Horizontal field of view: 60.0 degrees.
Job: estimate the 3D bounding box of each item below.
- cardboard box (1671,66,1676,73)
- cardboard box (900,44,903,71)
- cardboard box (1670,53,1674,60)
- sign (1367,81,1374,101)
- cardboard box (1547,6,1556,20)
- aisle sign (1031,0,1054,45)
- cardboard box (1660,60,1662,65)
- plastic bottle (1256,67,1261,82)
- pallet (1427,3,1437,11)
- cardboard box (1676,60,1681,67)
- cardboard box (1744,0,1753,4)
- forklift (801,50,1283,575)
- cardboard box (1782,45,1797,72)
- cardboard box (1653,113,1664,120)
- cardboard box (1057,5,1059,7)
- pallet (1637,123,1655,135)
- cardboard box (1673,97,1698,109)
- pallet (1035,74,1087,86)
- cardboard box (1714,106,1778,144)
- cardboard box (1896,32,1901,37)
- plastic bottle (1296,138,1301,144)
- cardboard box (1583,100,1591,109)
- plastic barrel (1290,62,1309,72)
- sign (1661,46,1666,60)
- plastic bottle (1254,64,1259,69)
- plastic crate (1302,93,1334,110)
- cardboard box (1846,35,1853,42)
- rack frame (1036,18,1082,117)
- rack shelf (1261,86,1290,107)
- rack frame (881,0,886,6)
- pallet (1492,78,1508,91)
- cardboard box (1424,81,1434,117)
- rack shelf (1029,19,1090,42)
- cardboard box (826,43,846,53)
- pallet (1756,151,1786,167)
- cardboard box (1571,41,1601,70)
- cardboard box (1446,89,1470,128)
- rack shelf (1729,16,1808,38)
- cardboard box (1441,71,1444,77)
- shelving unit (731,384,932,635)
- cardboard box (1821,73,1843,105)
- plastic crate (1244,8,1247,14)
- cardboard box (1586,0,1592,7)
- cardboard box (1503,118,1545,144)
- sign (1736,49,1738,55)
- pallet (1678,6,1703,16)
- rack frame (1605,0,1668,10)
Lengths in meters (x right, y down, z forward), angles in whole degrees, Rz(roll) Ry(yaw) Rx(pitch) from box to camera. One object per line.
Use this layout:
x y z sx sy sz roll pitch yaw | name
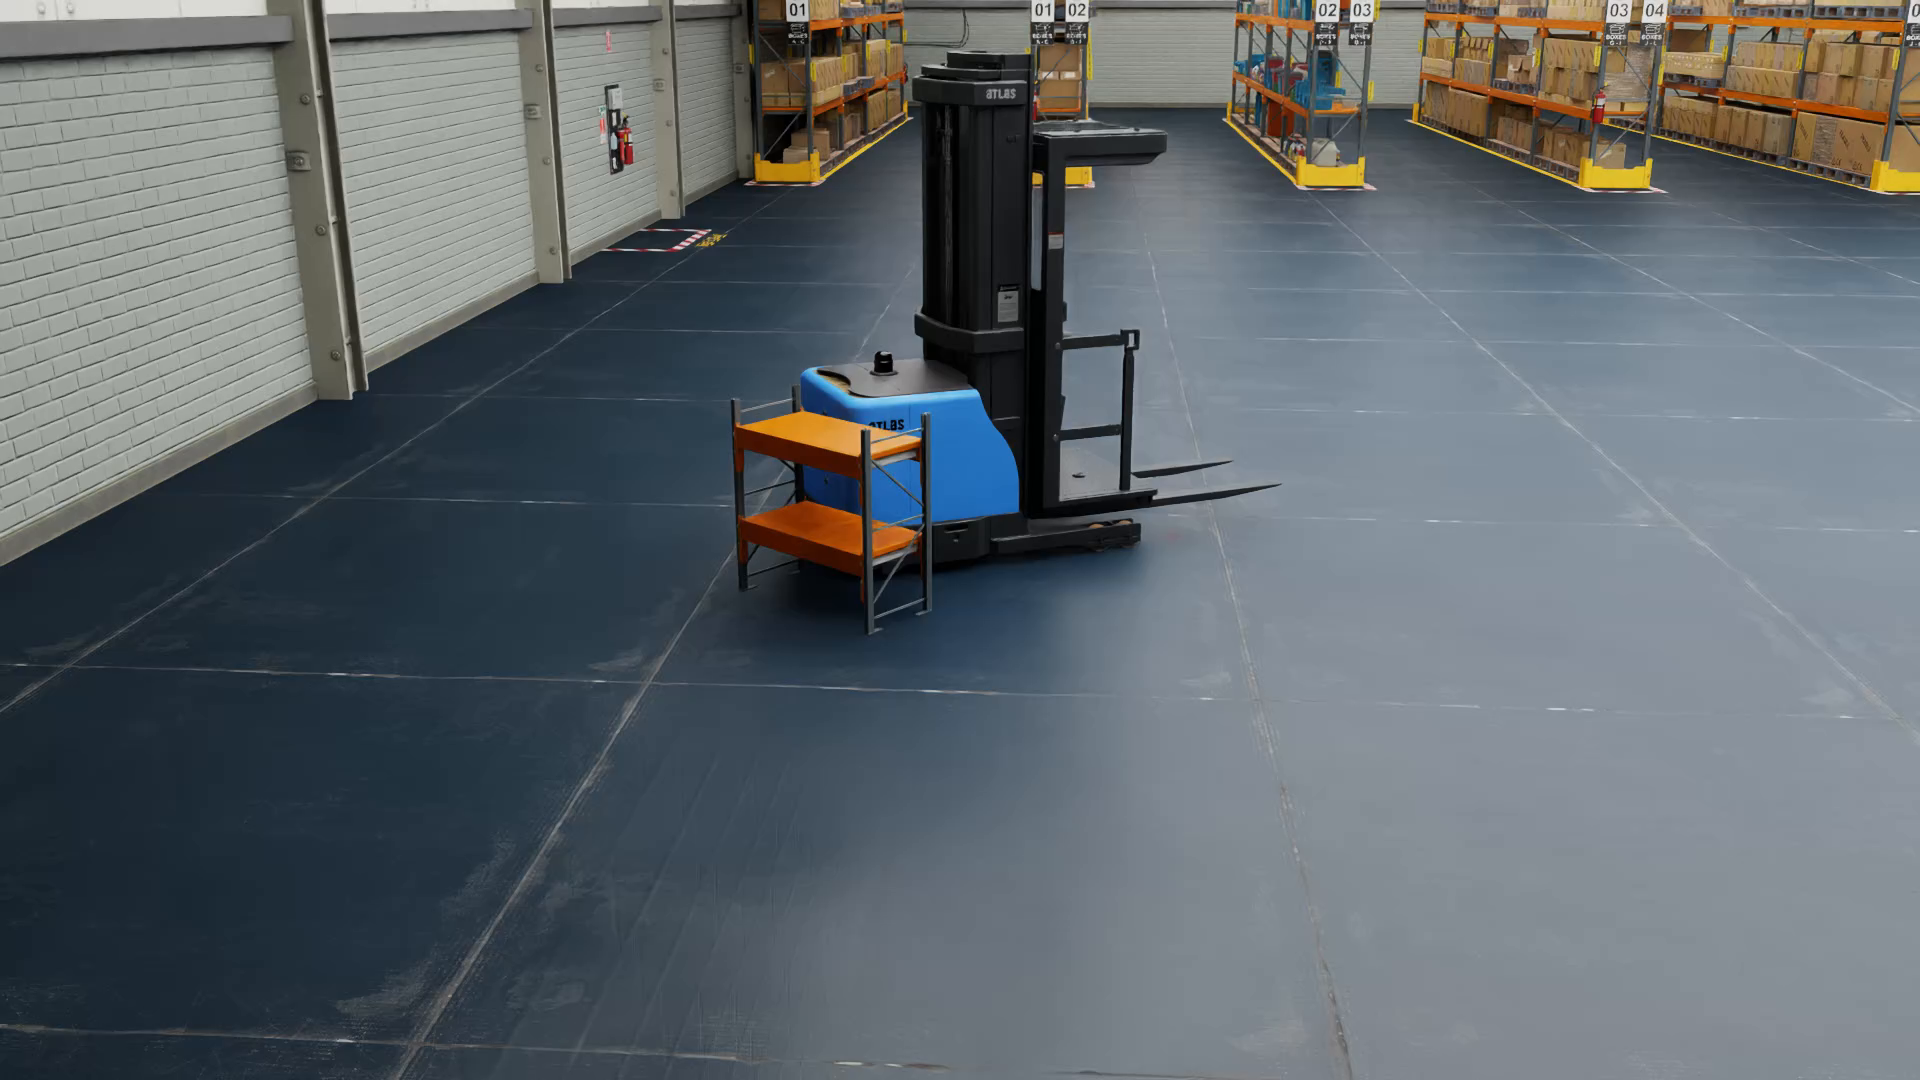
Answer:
16.895 -11.006 38.924 0.380 0.149 0.250 1 18 4 | cardboard box
-2.065 -12.980 44.737 0.980 0.700 0.700 2 18 6 | cardboard box
16.915 -11.364 39.062 0.380 0.149 0.250 1 18 4 | cardboard box
7.245 -7.923 29.342 0.100 0.325 0.005 1 18 4 | sign
11.636 -10.157 32.028 0.500 0.250 0.500 1 18 2 | cardboard box
1.459 -9.139 29.321 0.394 0.787 0.004 1 18 4 | aisle sign
17.190 -11.625 40.446 0.500 0.500 0.500 1 18 4 | cardboard box
7.031 -10.904 38.963 0.144 0.351 0.185 1 18 4 | plastic bottle
12.741 -13.817 43.098 1.003 0.211 1.213 1 18 4 | pallet
16.880 -11.064 38.623 0.380 0.149 0.250 2 18 6 | cardboard box
16.879 -11.448 35.033 0.500 0.311 0.500 1 18 4 | cardboard box
0.577 -1.467 10.192 3.031 2.935 1.130 -7 20 -21 | forklift
16.928 -9.632 33.235 0.700 0.500 0.500 1 18 3 | cardboard box
17.142 -10.371 40.682 0.380 0.149 0.250 2 18 5 | cardboard box
2.097 -10.904 33.634 0.500 0.250 0.500 3 18 10 | cardboard box
17.450 -10.164 41.103 1.003 0.211 1.213 1 18 4 | pallet
17.085 -10.259 39.050 0.500 0.250 0.500 2 18 5 | cardboard box
2.308 -10.523 38.028 1.213 0.211 1.003 1 18 4 | pallet
17.017 -8.981 35.953 1.050 0.750 0.750 1 18 3 | cardboard box
22.663 -12.124 39.798 0.380 0.149 0.250 1 18 3 | cardboard box
6.655 -7.753 32.816 0.144 0.351 0.185 1 18 4 | plastic bottle
11.436 -7.825 29.890 0.380 0.149 0.250 1 18 4 | cardboard box
7.539 -10.204 36.528 0.600 0.536 0.708 1 18 4 | plastic barrel
16.895 -11.701 39.925 0.100 0.325 0.005 1 18 4 | sign
7.205 -11.394 40.459 0.144 0.351 0.185 1 18 4 | plastic bottle
6.434 -7.897 29.945 0.499 0.251 0.616 1 18 4 | plastic crate
22.212 -12.192 41.047 0.500 0.500 0.500 2 18 5 | cardboard box
2.043 -9.160 33.559 1.000 3.000 0.127 1 18 4 | rack frame
7.127 -9.327 35.226 1.077 0.370 4.000 1 18 4 | rack shelf
-2.325 -14.604 40.542 1.000 3.000 0.127 1 18 4 | rack frame
12.265 -9.865 36.019 1.213 0.211 1.003 1 18 4 | pallet
12.818 -11.654 43.908 0.875 0.875 0.875 1 18 4 | cardboard box
1.900 -9.622 31.309 1.077 0.370 4.000 1 18 4 | rack shelf
-2.838 -11.213 37.950 0.500 0.250 0.500 2 18 5 | cardboard box
16.844 -7.711 33.618 1.003 0.211 1.213 1 18 4 | pallet
11.498 -8.846 30.358 0.500 0.500 0.500 1 18 4 | cardboard box
12.471 -10.413 40.121 1.225 0.875 0.875 1 18 4 | cardboard box
17.007 -10.500 33.988 1.077 0.370 4.000 1 18 4 | rack shelf
12.247 -11.644 41.545 0.380 0.149 0.250 2 18 5 | cardboard box
-0.711 -0.193 9.205 1.048 1.125 0.538 16 24 39 | shelving unit
16.676 -8.415 31.047 0.875 0.550 0.550 1 18 4 | cardboard box
7.268 -13.236 41.607 0.293 0.136 0.466 1 18 4 | plastic crate
11.386 -9.576 29.613 0.380 0.149 0.250 1 18 4 | cardboard box
12.155 -8.820 35.830 0.700 0.500 0.500 0 18 -1 | cardboard box
23.005 -14.343 48.945 0.327 0.218 0.001 1 18 4 | sign
17.215 -12.104 38.031 1.213 0.211 1.003 1 18 4 | pallet
11.637 -10.546 28.155 1.000 3.000 0.127 1 18 4 | rack frame
